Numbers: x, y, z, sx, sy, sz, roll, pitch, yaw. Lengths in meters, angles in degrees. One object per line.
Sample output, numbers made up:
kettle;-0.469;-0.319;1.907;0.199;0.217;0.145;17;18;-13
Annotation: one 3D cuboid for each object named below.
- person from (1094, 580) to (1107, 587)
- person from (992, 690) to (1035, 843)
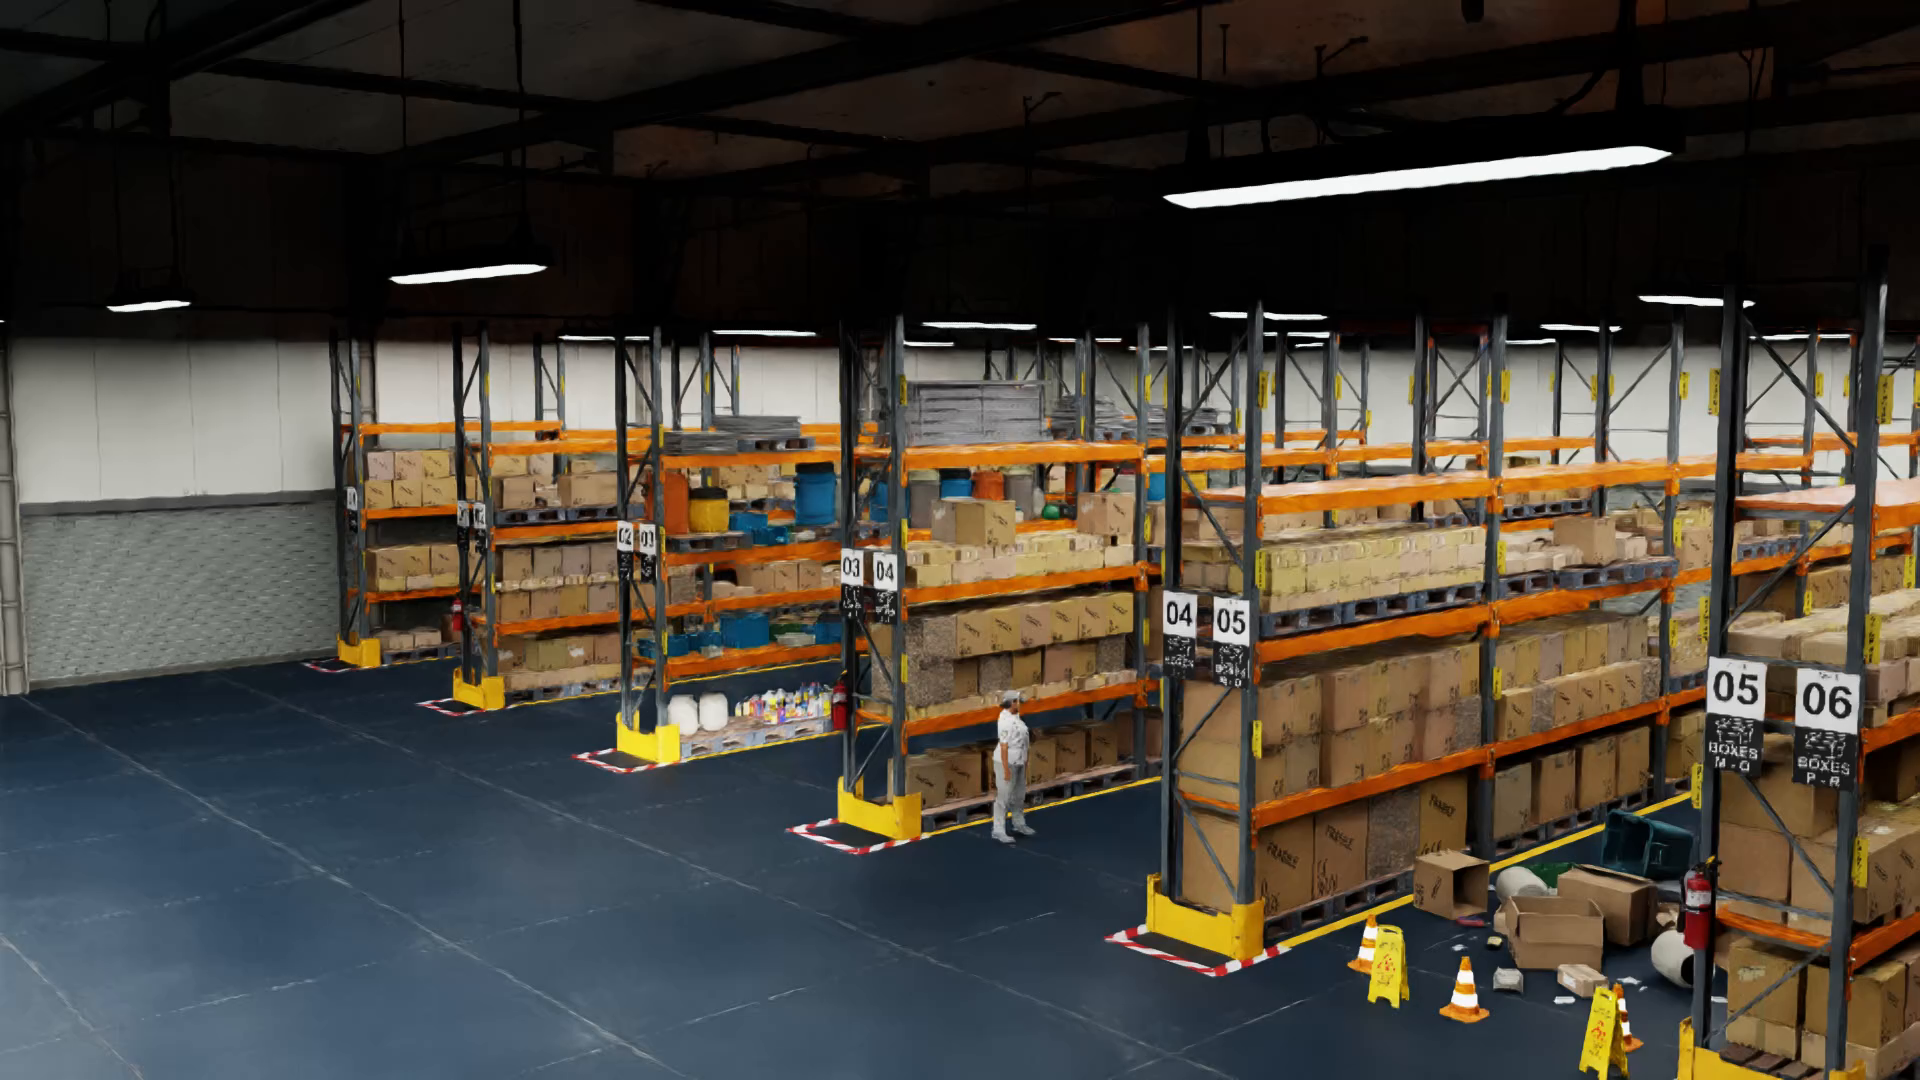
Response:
person;2.673;1.224;30.759;0.677;1.773;0.630;-1;6;-14
person;0.592;2.497;18.558;0.450;1.668;0.530;2;6;19
